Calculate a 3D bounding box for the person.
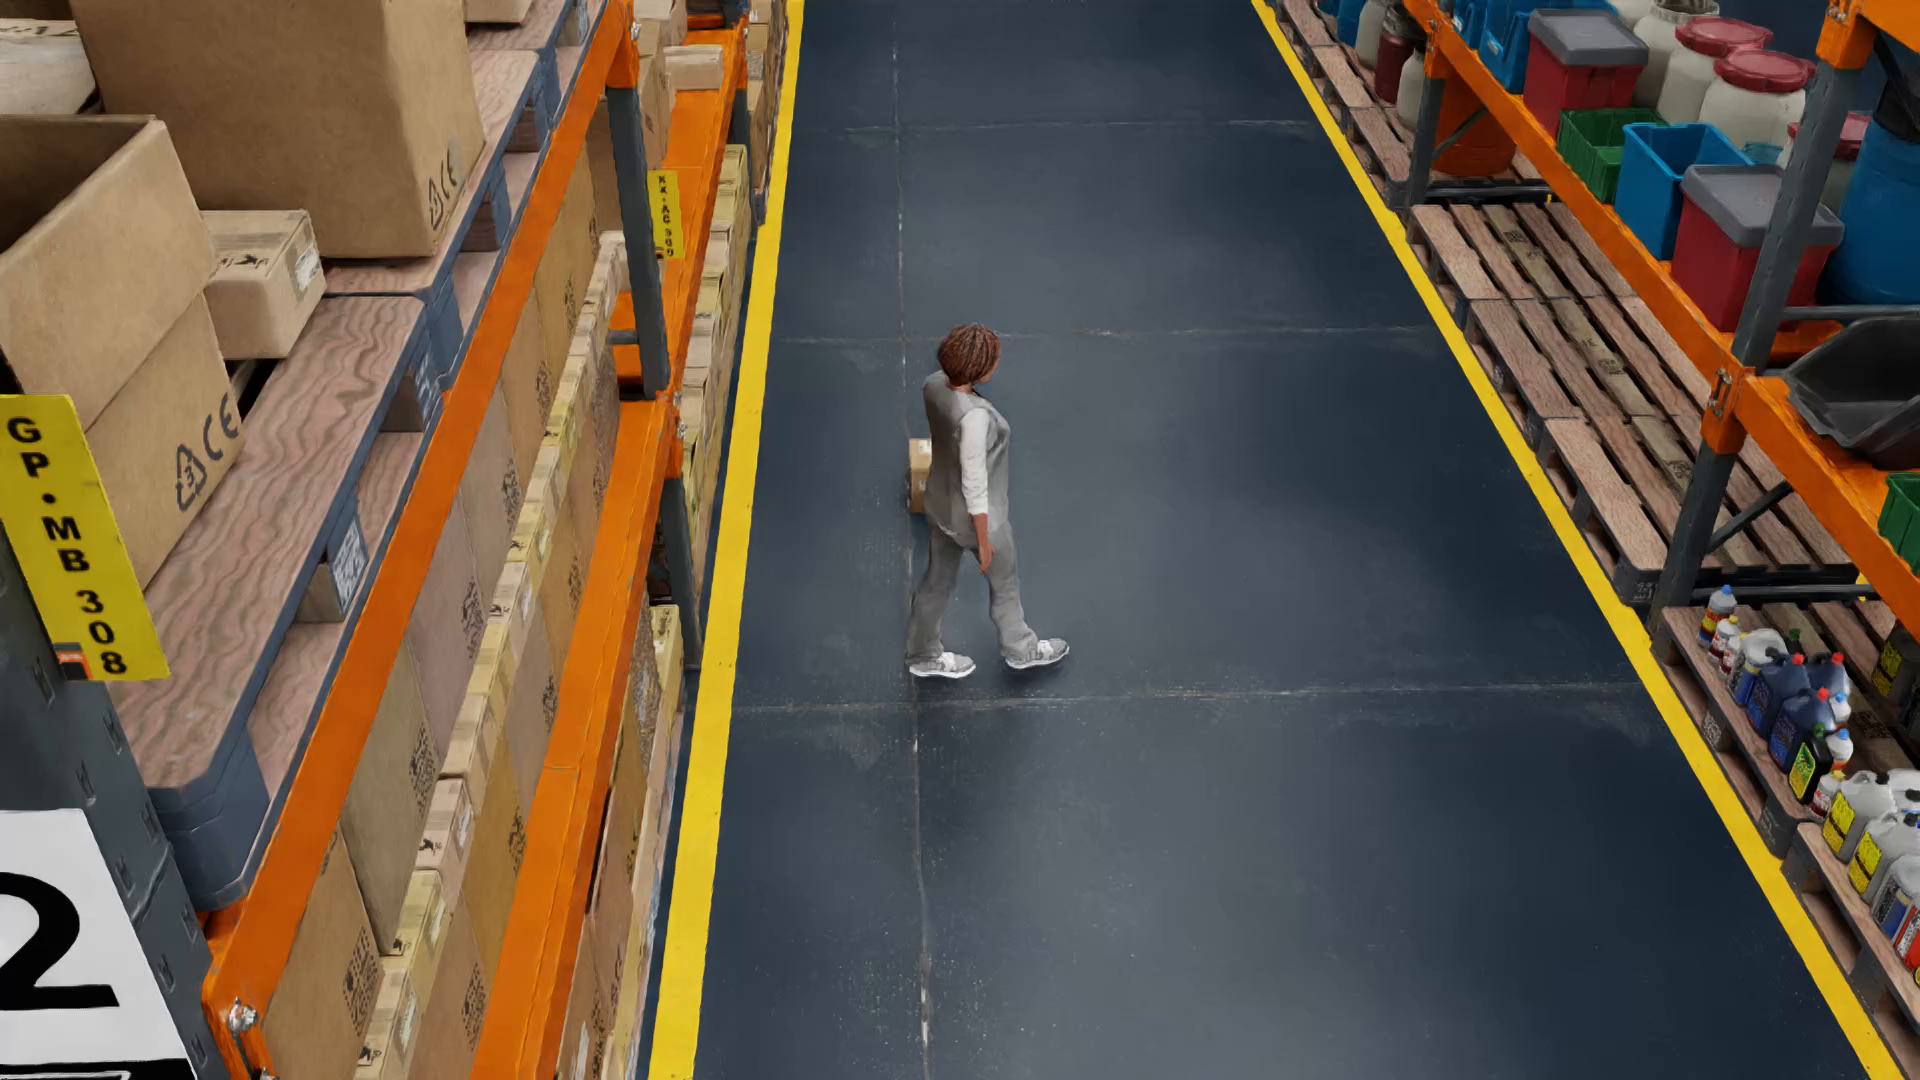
[{"bbox_3d":[0.103,-0.148,6.364,0.649,1.591,0.507,-27,44,-32],"label":"person"}]
